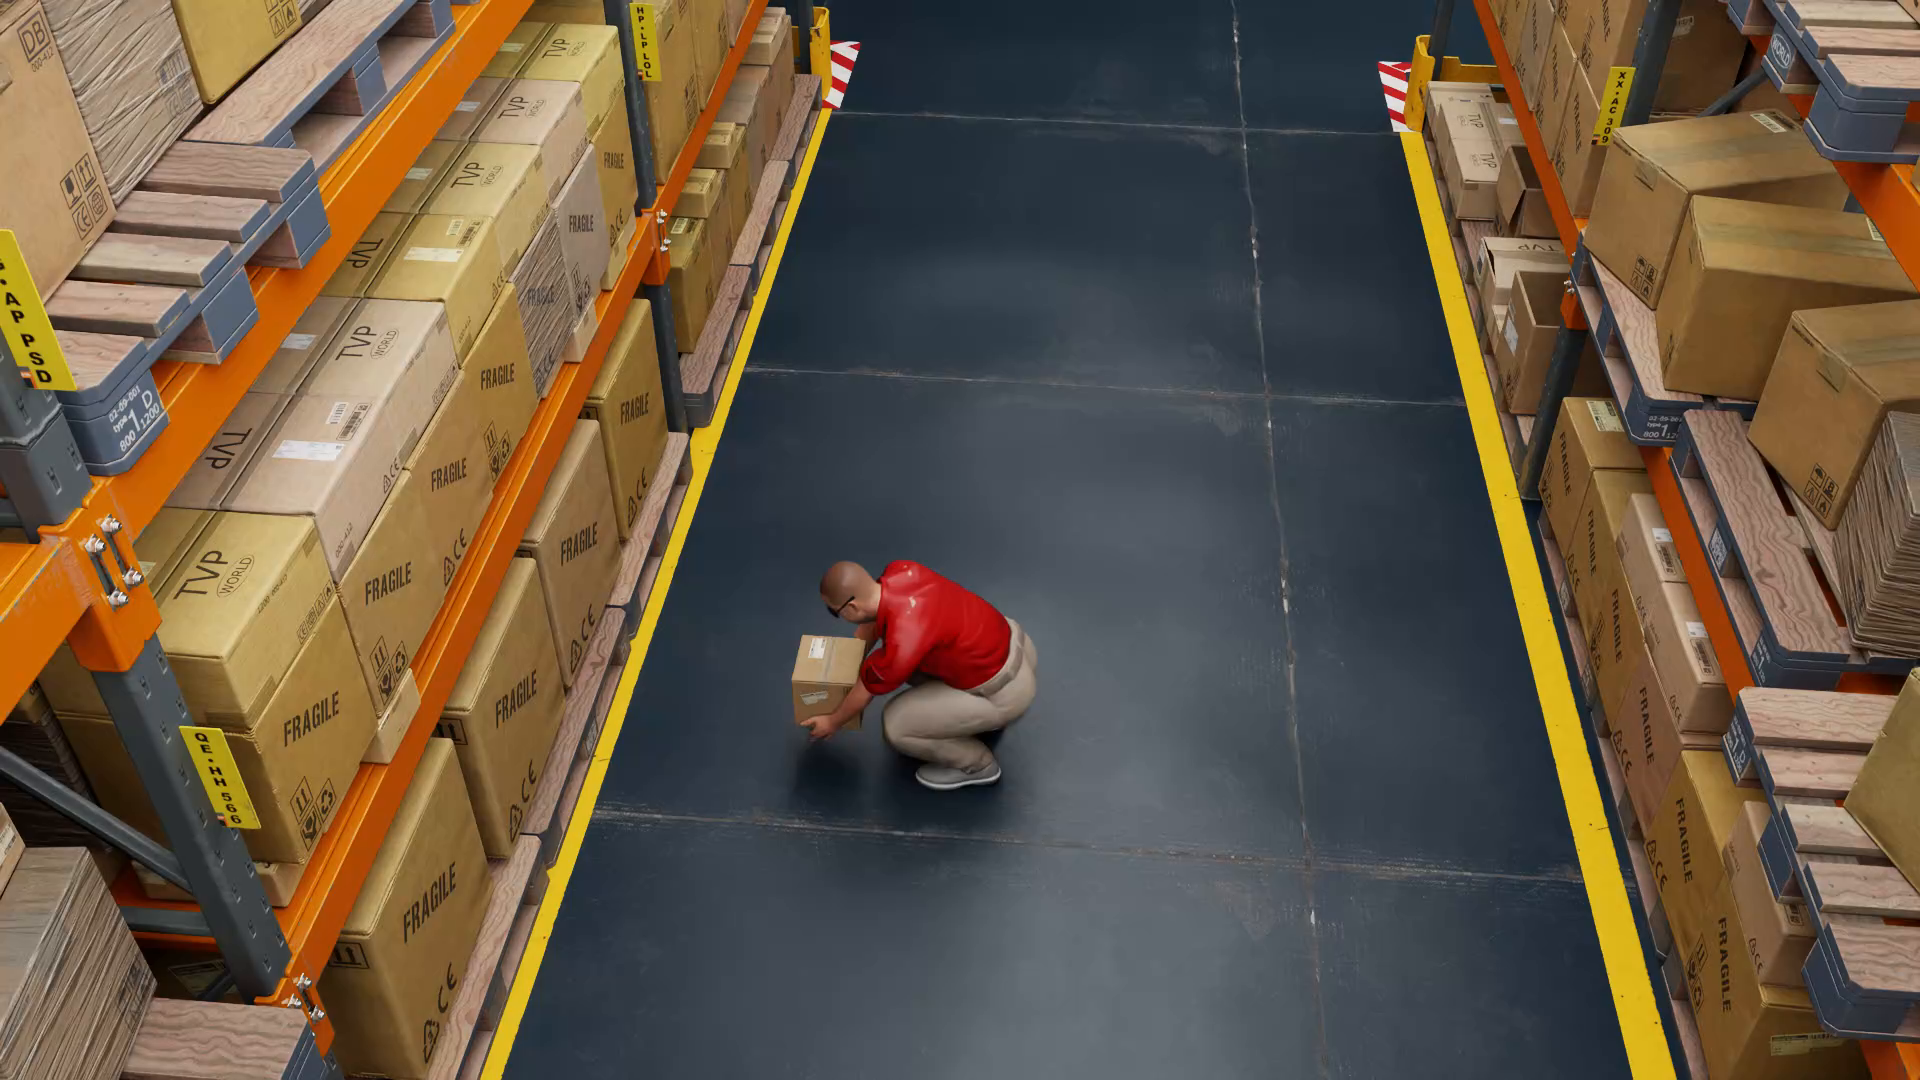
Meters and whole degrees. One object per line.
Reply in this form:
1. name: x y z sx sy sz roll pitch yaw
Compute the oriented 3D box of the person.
1. person: -0.153 0.448 6.225 0.888 0.985 0.541 3 40 3
